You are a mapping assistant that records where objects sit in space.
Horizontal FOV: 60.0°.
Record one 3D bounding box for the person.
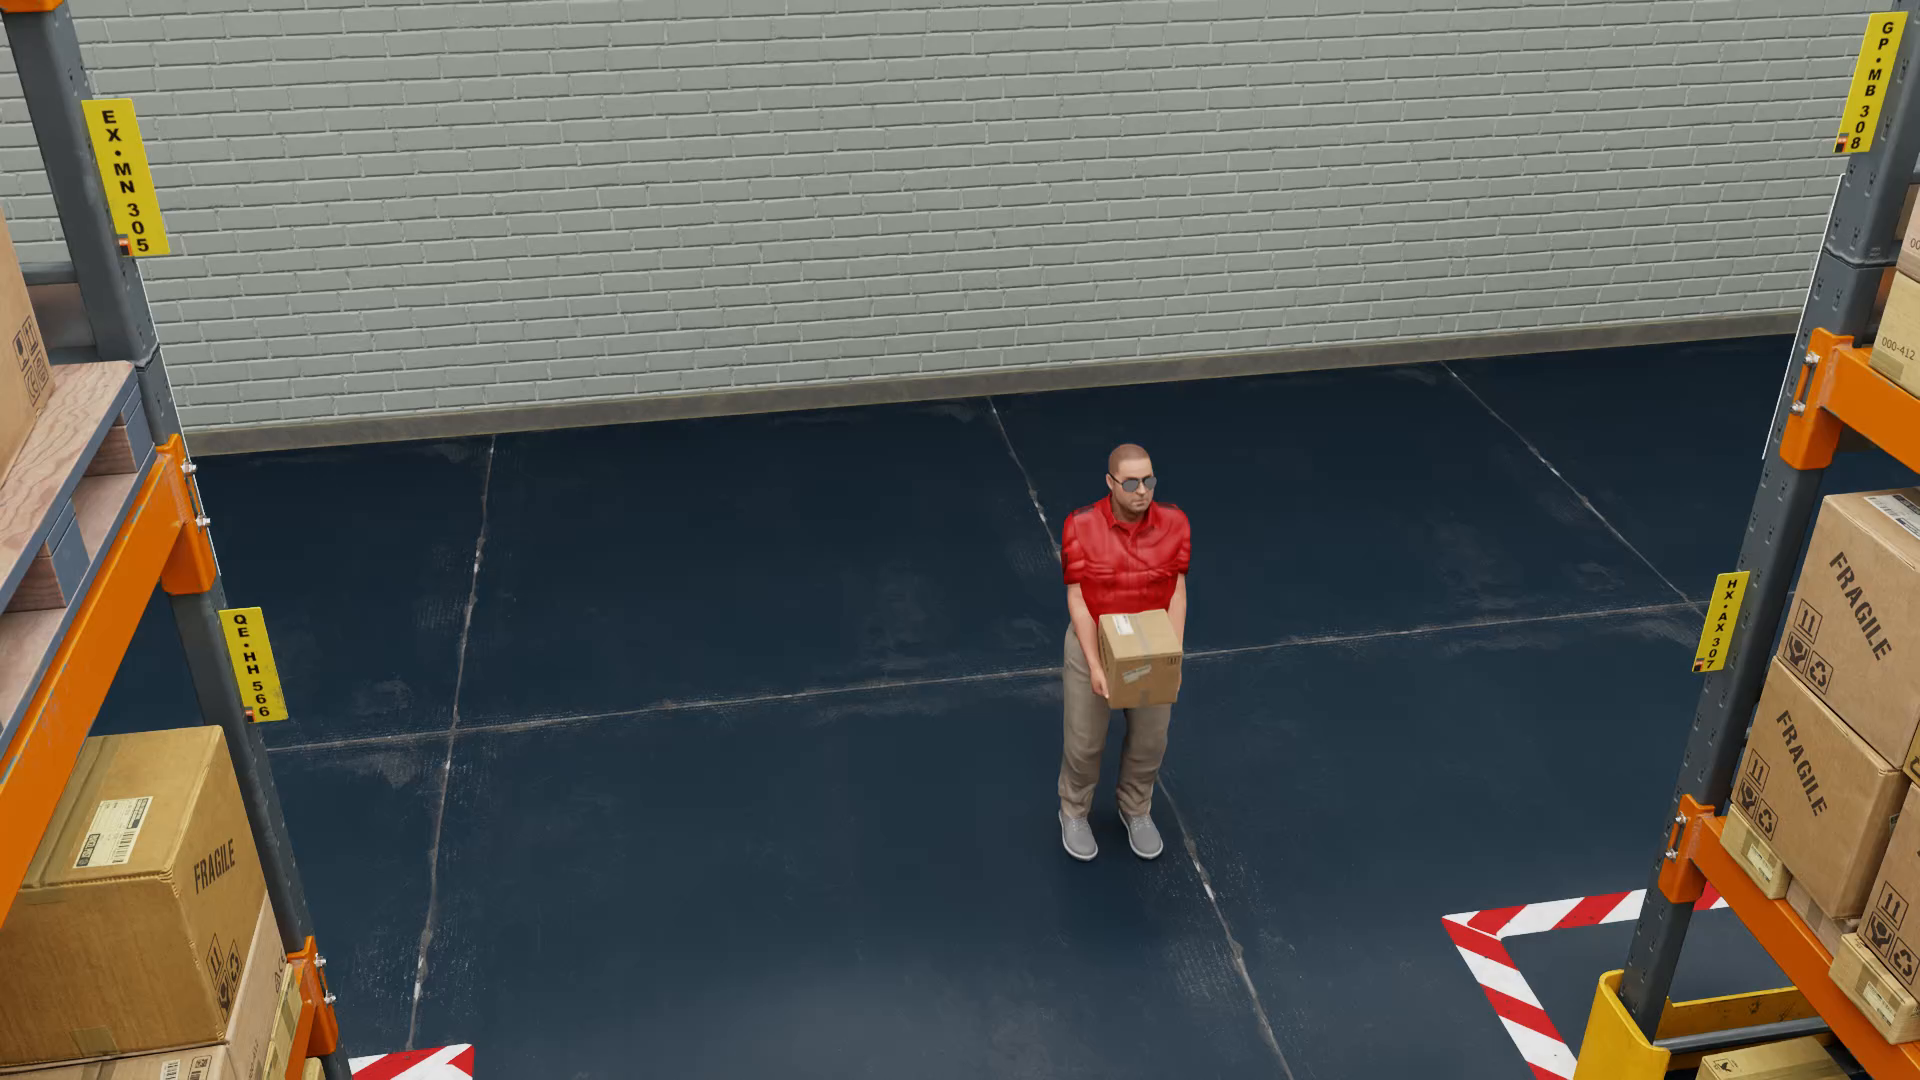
[{"bbox_3d":[0.642,0.482,6.340,0.494,1.713,0.531,-5,31,-8],"label":"person"}]
